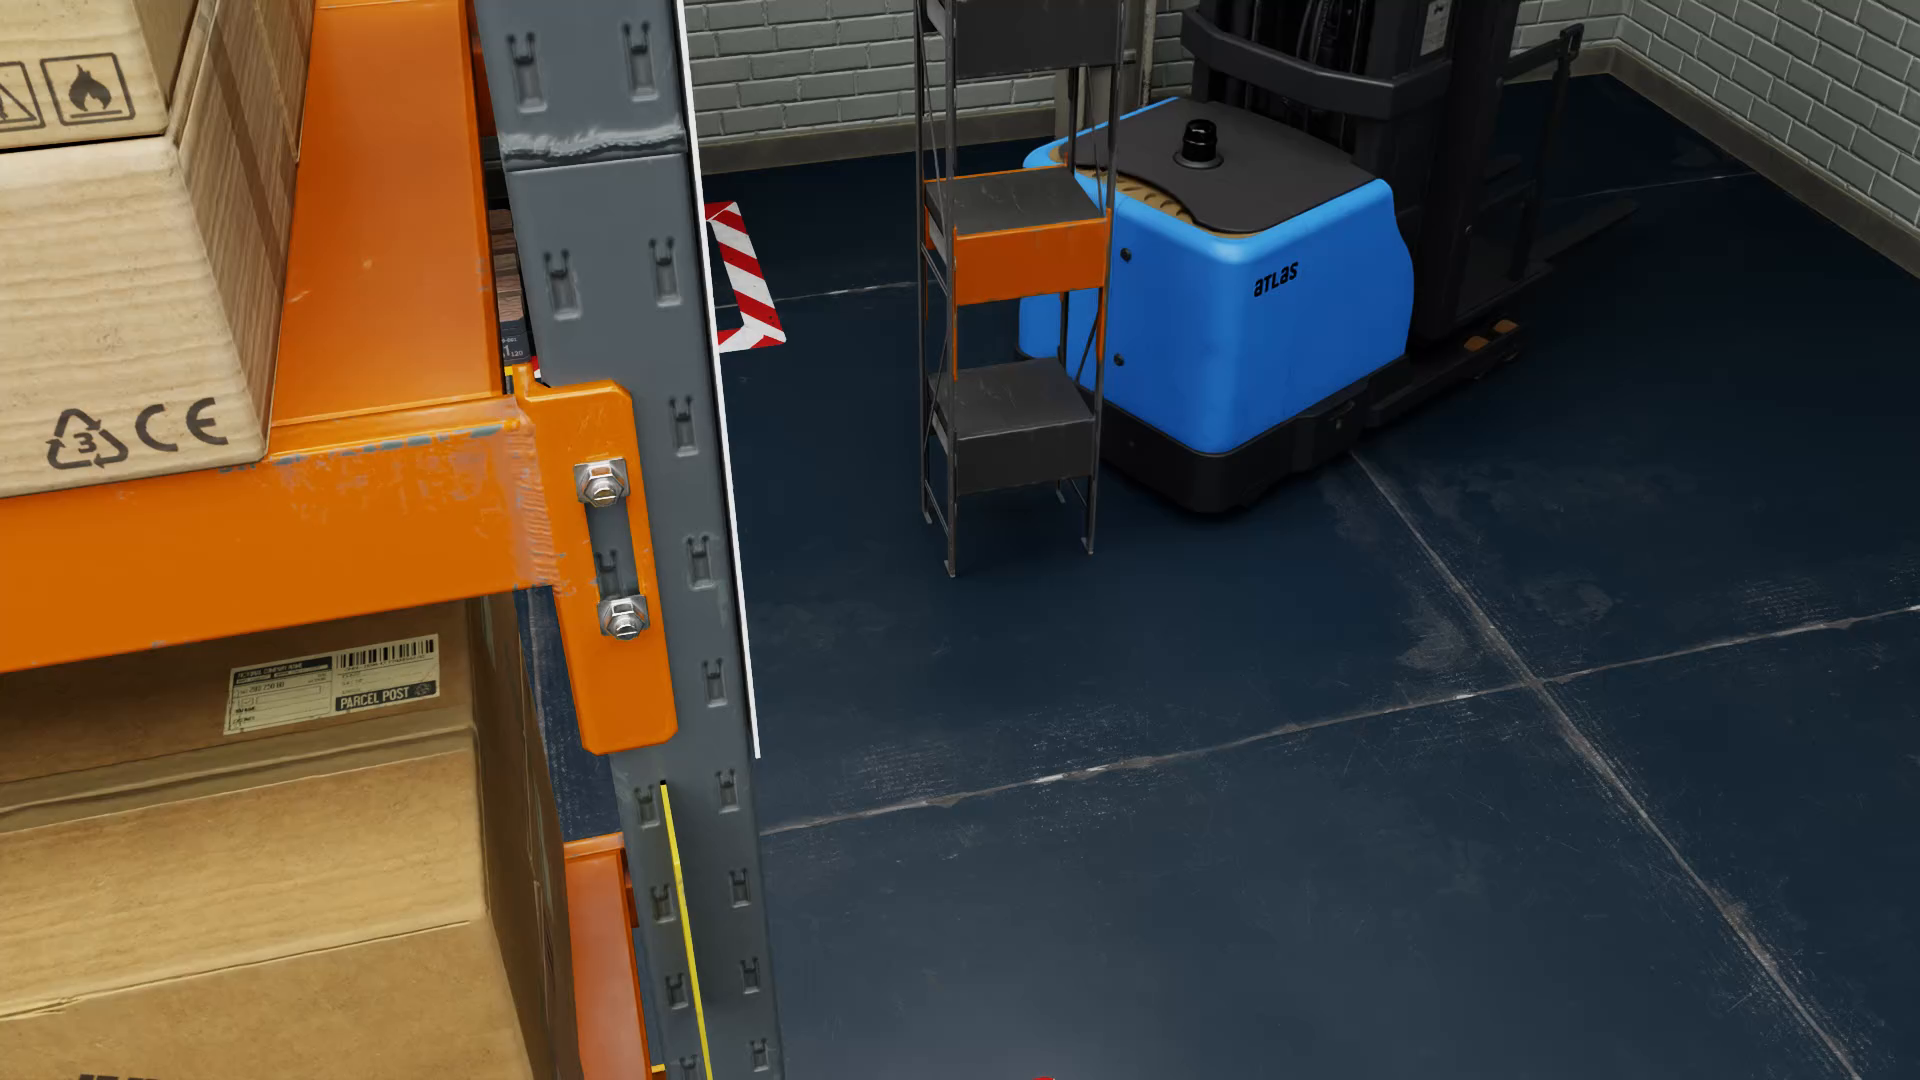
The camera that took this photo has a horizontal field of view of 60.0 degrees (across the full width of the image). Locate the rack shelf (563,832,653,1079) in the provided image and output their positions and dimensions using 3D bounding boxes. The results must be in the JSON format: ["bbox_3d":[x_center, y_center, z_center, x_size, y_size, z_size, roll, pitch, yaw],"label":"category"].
[{"bbox_3d":[-2.313,1.238,2.254,4.000,0.370,1.077,-9,38,-12],"label":"rack shelf"}]

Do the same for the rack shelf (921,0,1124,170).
[{"bbox_3d":[0.160,-1.405,4.729,0.480,0.518,0.431,-9,38,-12],"label":"rack shelf"}]

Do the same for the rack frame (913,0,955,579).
[{"bbox_3d":[-0.076,-0.822,5.096,0.015,2.100,0.400,-9,38,-12],"label":"rack frame"}]

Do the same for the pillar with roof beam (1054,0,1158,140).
[{"bbox_3d":[1.826,-3.062,2.346,0.400,9.000,9.100,-9,38,-12],"label":"pillar with roof beam"}]

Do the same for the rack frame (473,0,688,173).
[{"bbox_3d":[-0.383,-1.747,0.627,0.127,3.000,1.000,-9,38,-12],"label":"rack frame"}]

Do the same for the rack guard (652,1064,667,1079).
[{"bbox_3d":[-0.456,1.641,3.194,0.348,0.500,1.175,-9,38,-12],"label":"rack guard"}]

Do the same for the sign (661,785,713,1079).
[{"bbox_3d":[-0.257,0.379,1.573,0.005,0.325,0.100,-9,38,-12],"label":"sign"}]

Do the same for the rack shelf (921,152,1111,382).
[{"bbox_3d":[0.160,-0.849,5.155,0.480,0.518,0.431,-9,38,-12],"label":"rack shelf"}]

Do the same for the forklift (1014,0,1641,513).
[{"bbox_3d":[1.644,-2.018,5.975,3.031,2.935,1.130,-28,45,-32],"label":"forklift"}]

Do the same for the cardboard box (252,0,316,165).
[{"bbox_3d":[-0.945,-0.564,1.673,0.500,0.250,0.500,-9,38,-12],"label":"cardboard box"}]

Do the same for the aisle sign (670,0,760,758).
[{"bbox_3d":[-0.237,-0.228,1.439,0.004,0.787,0.394,-9,38,-12],"label":"aisle sign"}]

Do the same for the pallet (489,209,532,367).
[{"bbox_3d":[-2.429,-0.989,6.869,1.213,0.211,1.003,-9,38,-12],"label":"pallet"}]

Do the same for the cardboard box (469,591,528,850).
[{"bbox_3d":[-0.880,0.115,2.226,0.500,0.500,0.500,-8,38,-11],"label":"cardboard box"}]

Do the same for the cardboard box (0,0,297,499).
[{"bbox_3d":[-0.810,-0.260,1.276,0.500,0.250,0.500,-9,38,-12],"label":"cardboard box"}]

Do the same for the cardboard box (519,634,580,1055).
[{"bbox_3d":[-0.880,0.512,2.530,0.500,0.500,0.500,-9,38,-11],"label":"cardboard box"}]

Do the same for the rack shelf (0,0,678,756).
[{"bbox_3d":[-2.313,0.047,1.343,4.000,0.370,1.077,-9,38,-12],"label":"rack shelf"}]

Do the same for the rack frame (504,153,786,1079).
[{"bbox_3d":[-0.383,0.636,2.450,0.127,3.000,1.000,-9,38,-12],"label":"rack frame"}]

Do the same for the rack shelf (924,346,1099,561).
[{"bbox_3d":[0.160,-0.293,5.580,0.480,0.518,0.431,-9,38,-12],"label":"rack shelf"}]

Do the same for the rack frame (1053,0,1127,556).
[{"bbox_3d":[0.395,-0.899,5.197,0.015,2.100,0.400,-9,38,-12],"label":"rack frame"}]

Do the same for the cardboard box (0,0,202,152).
[{"bbox_3d":[-0.812,-0.464,1.130,0.500,0.250,0.500,-9,38,-12],"label":"cardboard box"}]

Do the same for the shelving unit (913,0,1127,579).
[{"bbox_3d":[0.160,-0.860,5.146,0.503,2.100,0.431,-9,38,-12],"label":"shelving unit"}]

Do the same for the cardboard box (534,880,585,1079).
[{"bbox_3d":[-0.744,0.827,2.118,0.500,0.500,0.500,-8,38,-11],"label":"cardboard box"}]

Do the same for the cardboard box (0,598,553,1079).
[{"bbox_3d":[-0.741,0.431,1.813,0.500,0.500,0.500,-10,38,-12],"label":"cardboard box"}]
